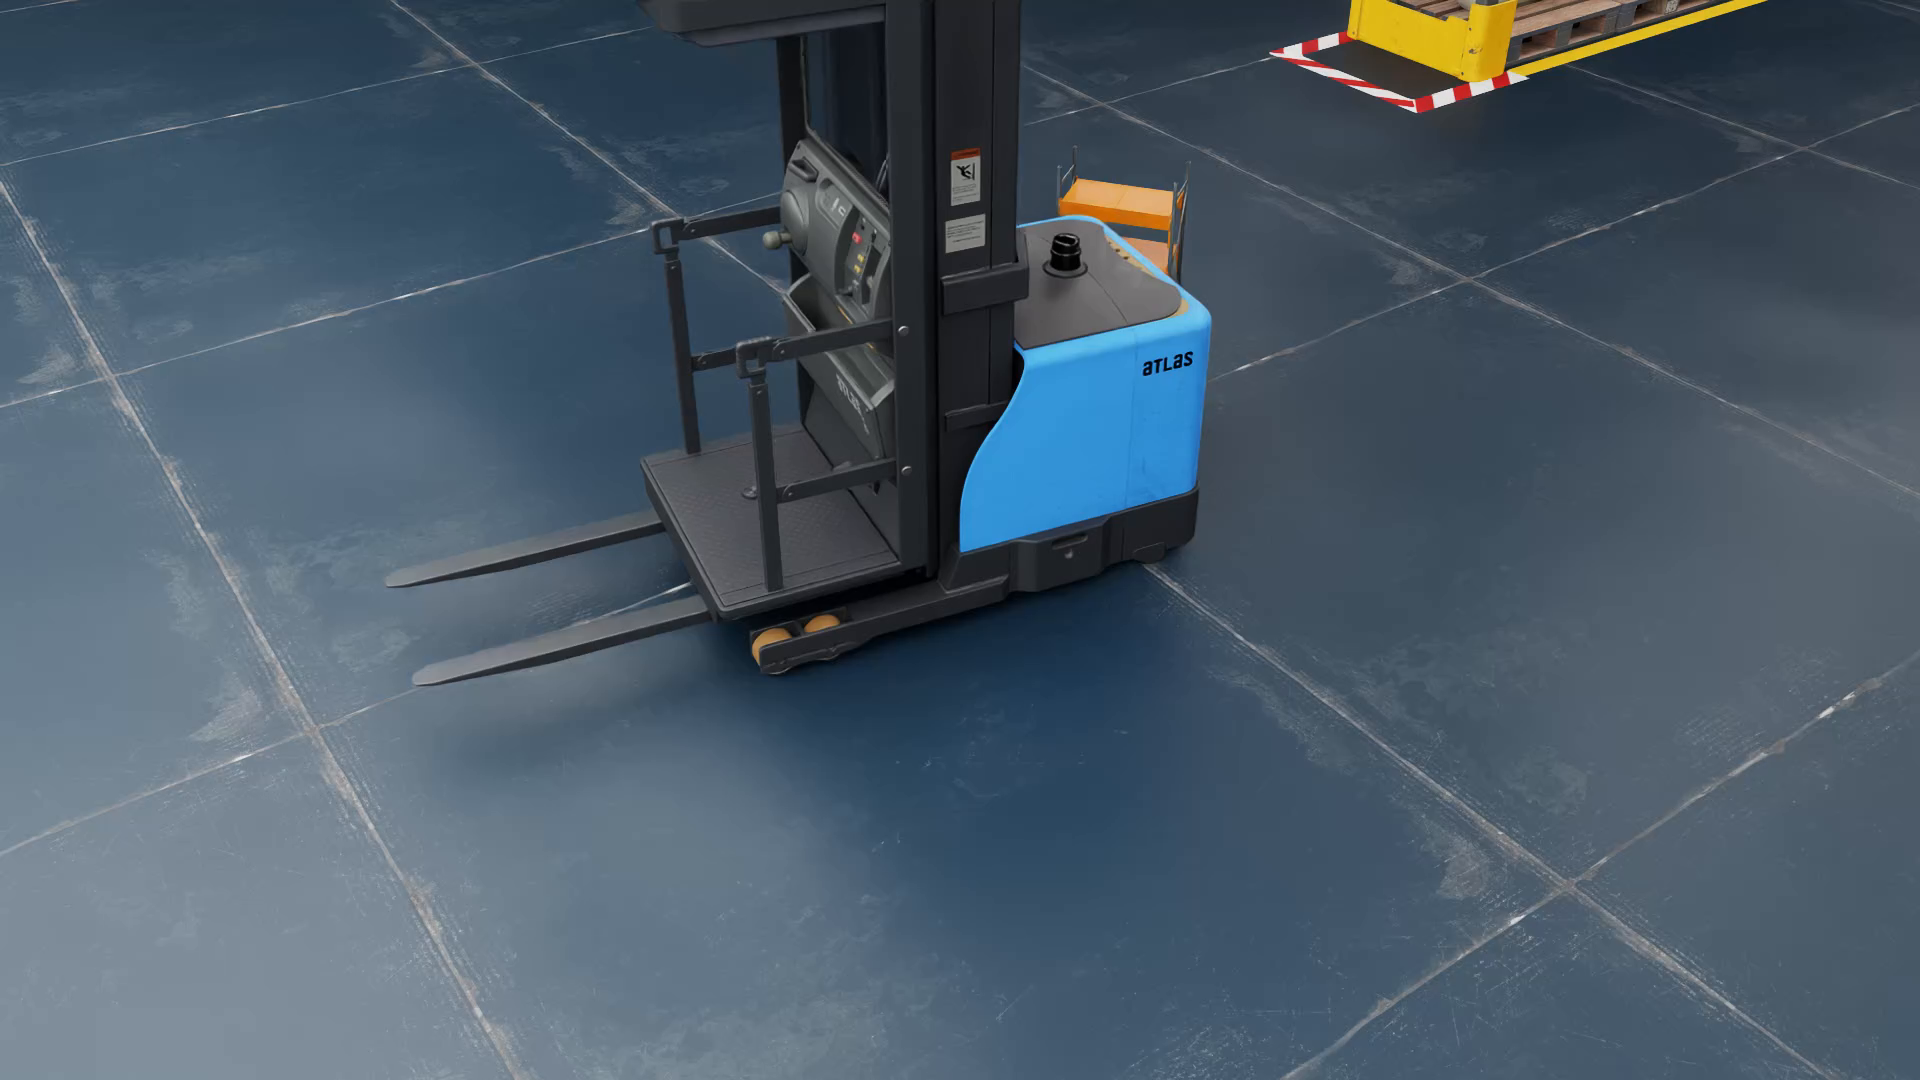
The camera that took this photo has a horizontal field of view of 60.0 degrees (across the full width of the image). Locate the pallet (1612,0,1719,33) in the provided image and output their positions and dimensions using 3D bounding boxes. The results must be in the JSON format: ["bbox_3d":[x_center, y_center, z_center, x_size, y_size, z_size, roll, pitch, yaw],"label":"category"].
[{"bbox_3d":[4.833,-4.093,12.260,1.213,0.211,1.003,-22,41,-28],"label":"pallet"}]

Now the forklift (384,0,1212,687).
[{"bbox_3d":[-0.619,-1.053,5.703,3.031,2.935,1.130,-15,38,-19],"label":"forklift"}]

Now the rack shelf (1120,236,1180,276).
[{"bbox_3d":[0.677,-1.185,7.102,0.480,0.148,0.258,12,37,16],"label":"rack shelf"}]

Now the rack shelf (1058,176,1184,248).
[{"bbox_3d":[0.677,-1.377,6.964,0.480,0.148,0.258,12,37,16],"label":"rack shelf"}]

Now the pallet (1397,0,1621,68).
[{"bbox_3d":[3.836,-3.685,11.693,1.213,0.211,1.003,-22,41,-28],"label":"pallet"}]

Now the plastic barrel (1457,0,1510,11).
[{"bbox_3d":[3.628,-3.917,11.398,0.421,0.512,0.421,0,36,0],"label":"plastic barrel"}]

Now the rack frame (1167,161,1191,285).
[{"bbox_3d":[0.907,-1.011,7.128,0.015,1.200,0.240,12,37,16],"label":"rack frame"}]

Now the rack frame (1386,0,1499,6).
[{"bbox_3d":[3.134,-4.498,10.436,0.127,3.000,1.000,-22,41,-28],"label":"rack frame"}]

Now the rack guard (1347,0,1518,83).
[{"bbox_3d":[3.169,-3.532,11.232,0.348,0.500,1.175,-22,41,-28],"label":"rack guard"}]

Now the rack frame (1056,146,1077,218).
[{"bbox_3d":[0.447,-1.106,7.260,0.015,1.200,0.240,12,37,16],"label":"rack frame"}]

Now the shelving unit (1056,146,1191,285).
[{"bbox_3d":[0.677,-1.058,7.194,0.503,1.200,0.258,12,37,16],"label":"shelving unit"}]
